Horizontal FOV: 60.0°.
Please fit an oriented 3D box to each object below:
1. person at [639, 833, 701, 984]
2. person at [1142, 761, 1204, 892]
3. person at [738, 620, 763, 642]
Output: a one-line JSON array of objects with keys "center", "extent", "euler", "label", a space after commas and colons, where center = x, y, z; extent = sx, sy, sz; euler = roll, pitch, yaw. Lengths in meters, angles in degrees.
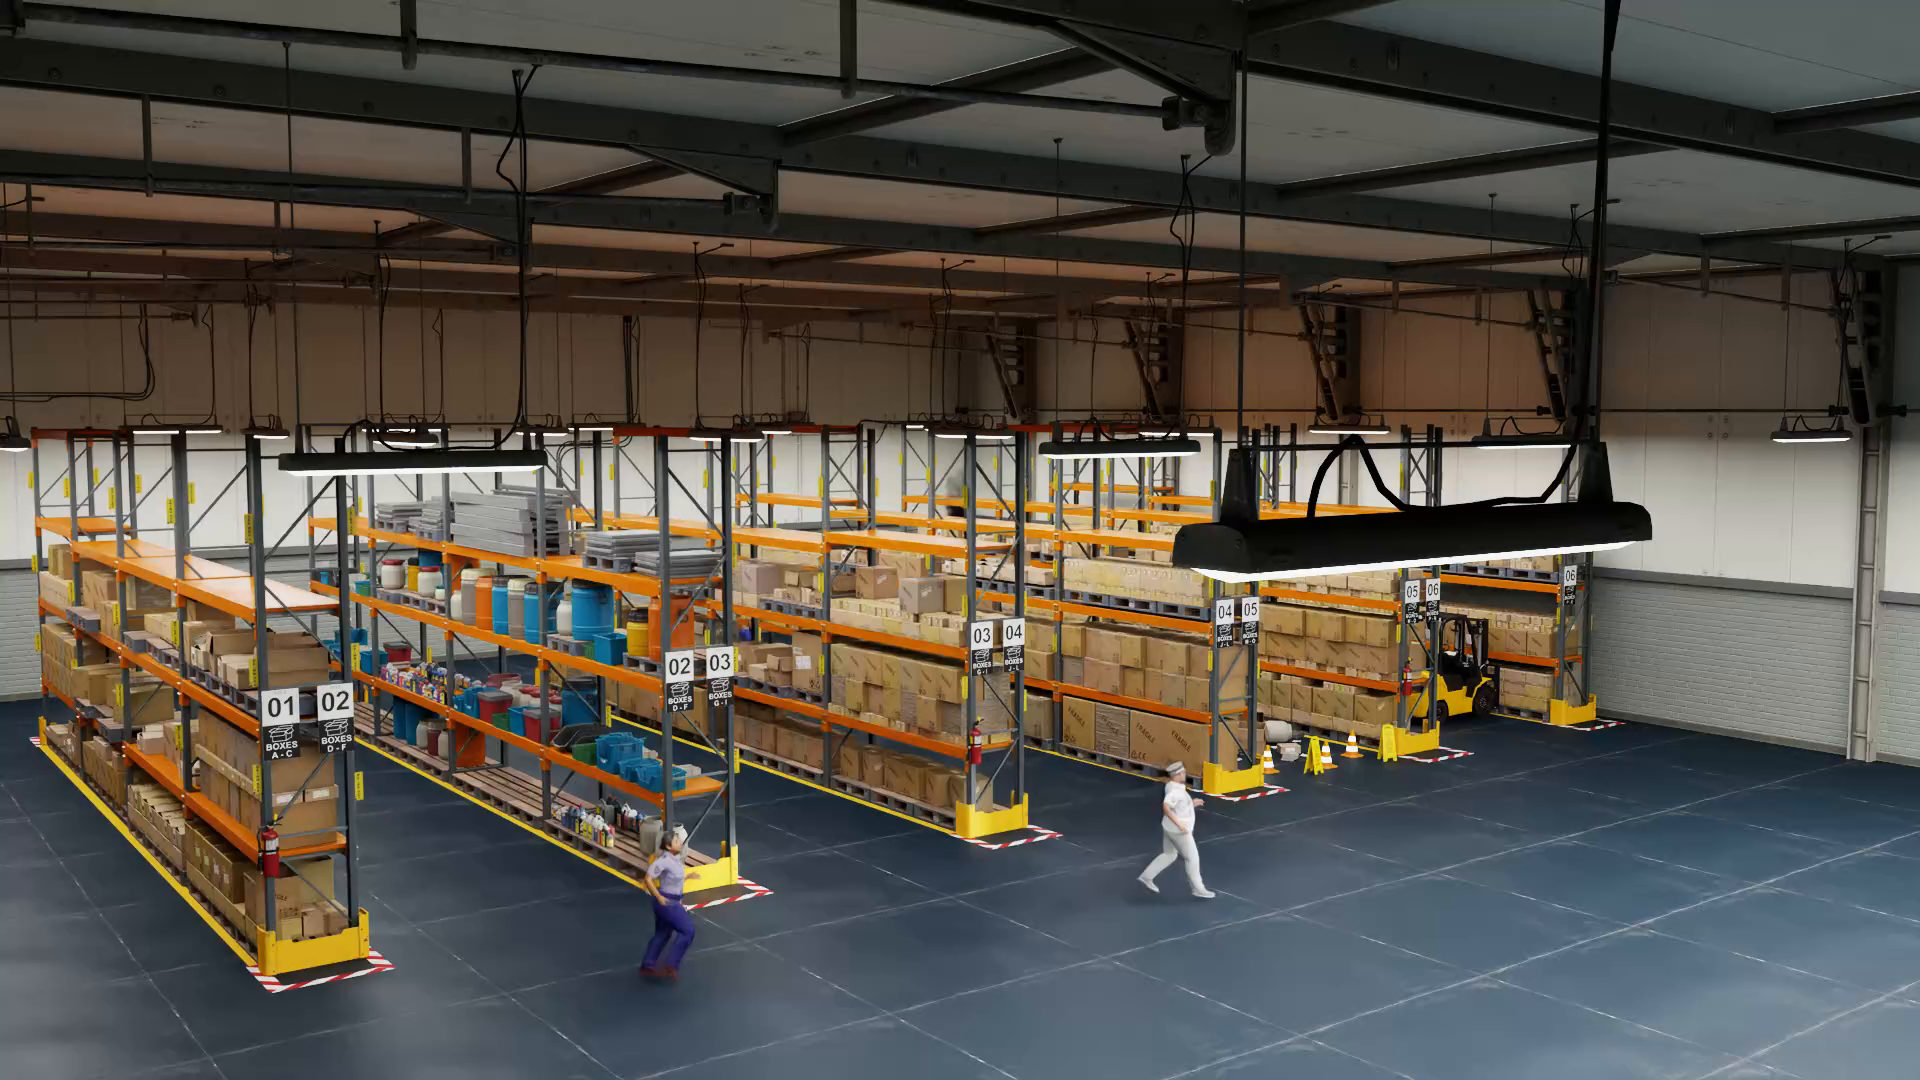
[{"center": [-3.220, 4.080, 18.488], "extent": [0.687, 1.685, 0.574], "euler": [-1, 5, -8], "label": "person"}, {"center": [2.771, 3.692, 21.464], "extent": [0.813, 1.687, 0.660], "euler": [-1, 5, -9], "label": "person"}, {"center": [-4.764, 2.589, 37.469], "extent": [0.580, 1.658, 1.054], "euler": [-3, 6, -37], "label": "person"}]
